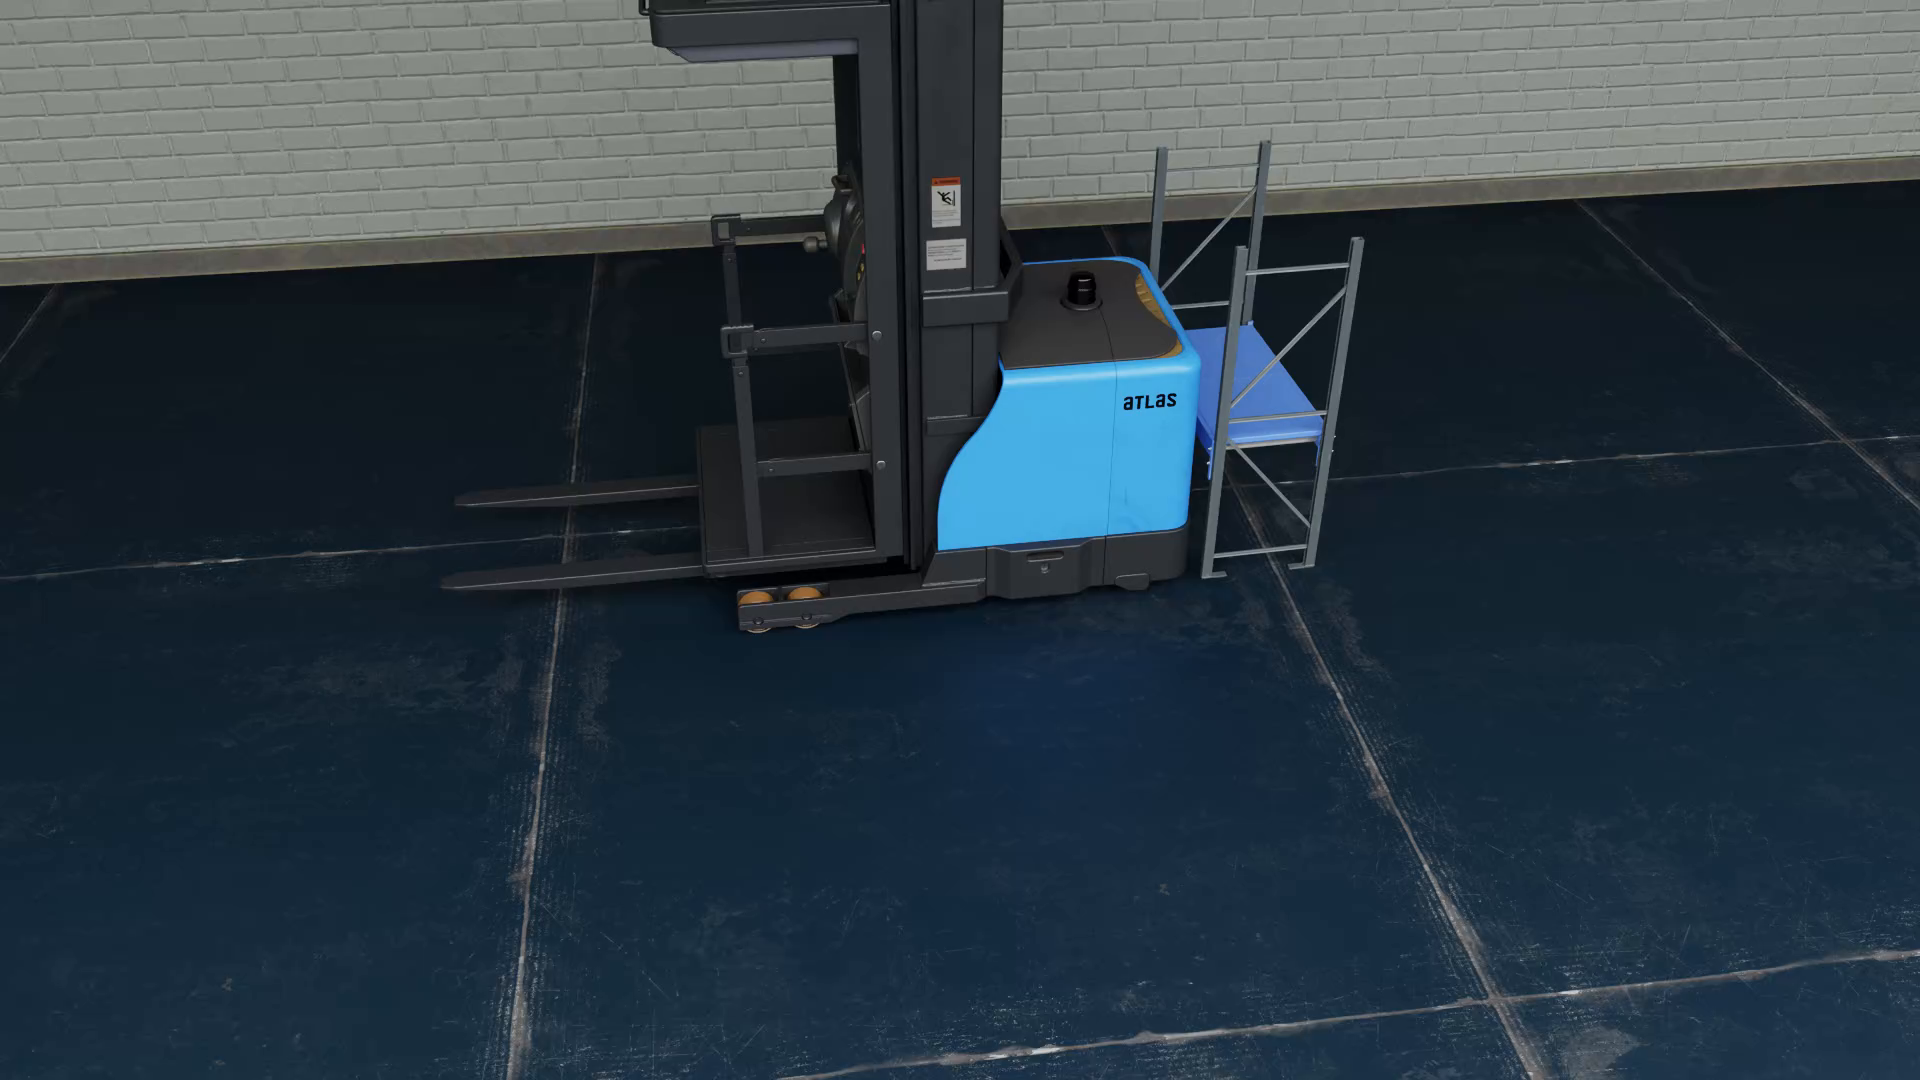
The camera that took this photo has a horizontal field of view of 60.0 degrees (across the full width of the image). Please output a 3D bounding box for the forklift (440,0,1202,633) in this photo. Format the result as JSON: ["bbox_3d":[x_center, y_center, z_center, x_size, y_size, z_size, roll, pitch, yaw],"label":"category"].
[{"bbox_3d":[-0.615,-1.157,6.345,3.031,2.935,1.130,-5,35,-7],"label":"forklift"}]

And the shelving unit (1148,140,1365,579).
[{"bbox_3d":[1.168,-0.770,7.044,0.538,1.500,1.048,-6,35,-9],"label":"shelving unit"}]

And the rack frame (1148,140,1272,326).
[{"bbox_3d":[1.072,-1.051,7.457,0.500,1.500,0.032,-6,35,-9],"label":"rack frame"}]

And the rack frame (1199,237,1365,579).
[{"bbox_3d":[1.265,-0.488,6.632,0.500,1.500,0.032,-6,35,-9],"label":"rack frame"}]

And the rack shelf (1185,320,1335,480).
[{"bbox_3d":[1.167,-0.621,7.145,0.538,0.185,1.000,-6,35,-9],"label":"rack shelf"}]
